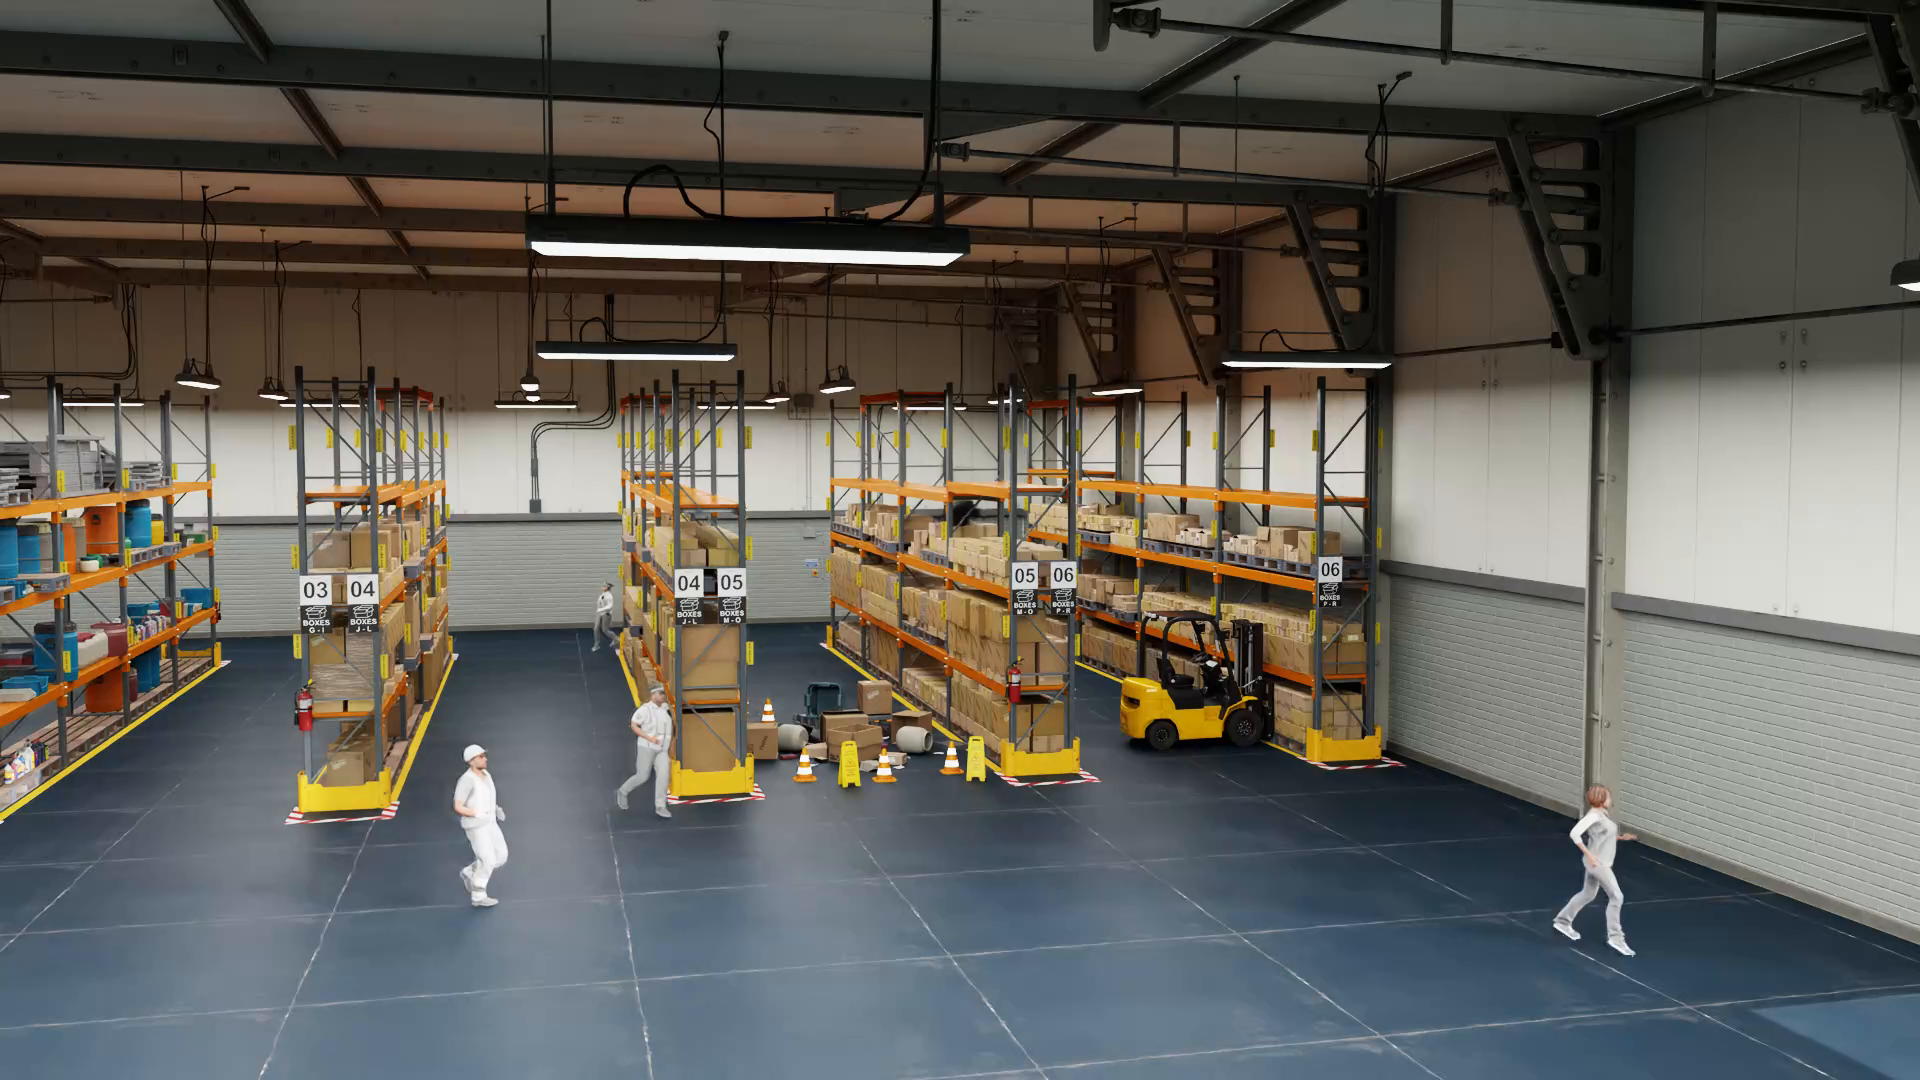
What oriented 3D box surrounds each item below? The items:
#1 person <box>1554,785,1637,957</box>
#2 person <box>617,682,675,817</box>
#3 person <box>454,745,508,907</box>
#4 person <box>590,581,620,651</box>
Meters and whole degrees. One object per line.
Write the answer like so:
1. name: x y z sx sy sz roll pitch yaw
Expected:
1. person: 6.232 3.218 16.312 0.757 1.630 0.514 1 4 23
2. person: -4.096 2.790 22.362 0.958 1.741 0.730 3 4 39
3. person: -5.158 3.064 17.867 0.614 1.738 0.652 1 4 14
4. person: -8.437 1.810 39.689 0.763 1.694 0.632 -3 4 -40
